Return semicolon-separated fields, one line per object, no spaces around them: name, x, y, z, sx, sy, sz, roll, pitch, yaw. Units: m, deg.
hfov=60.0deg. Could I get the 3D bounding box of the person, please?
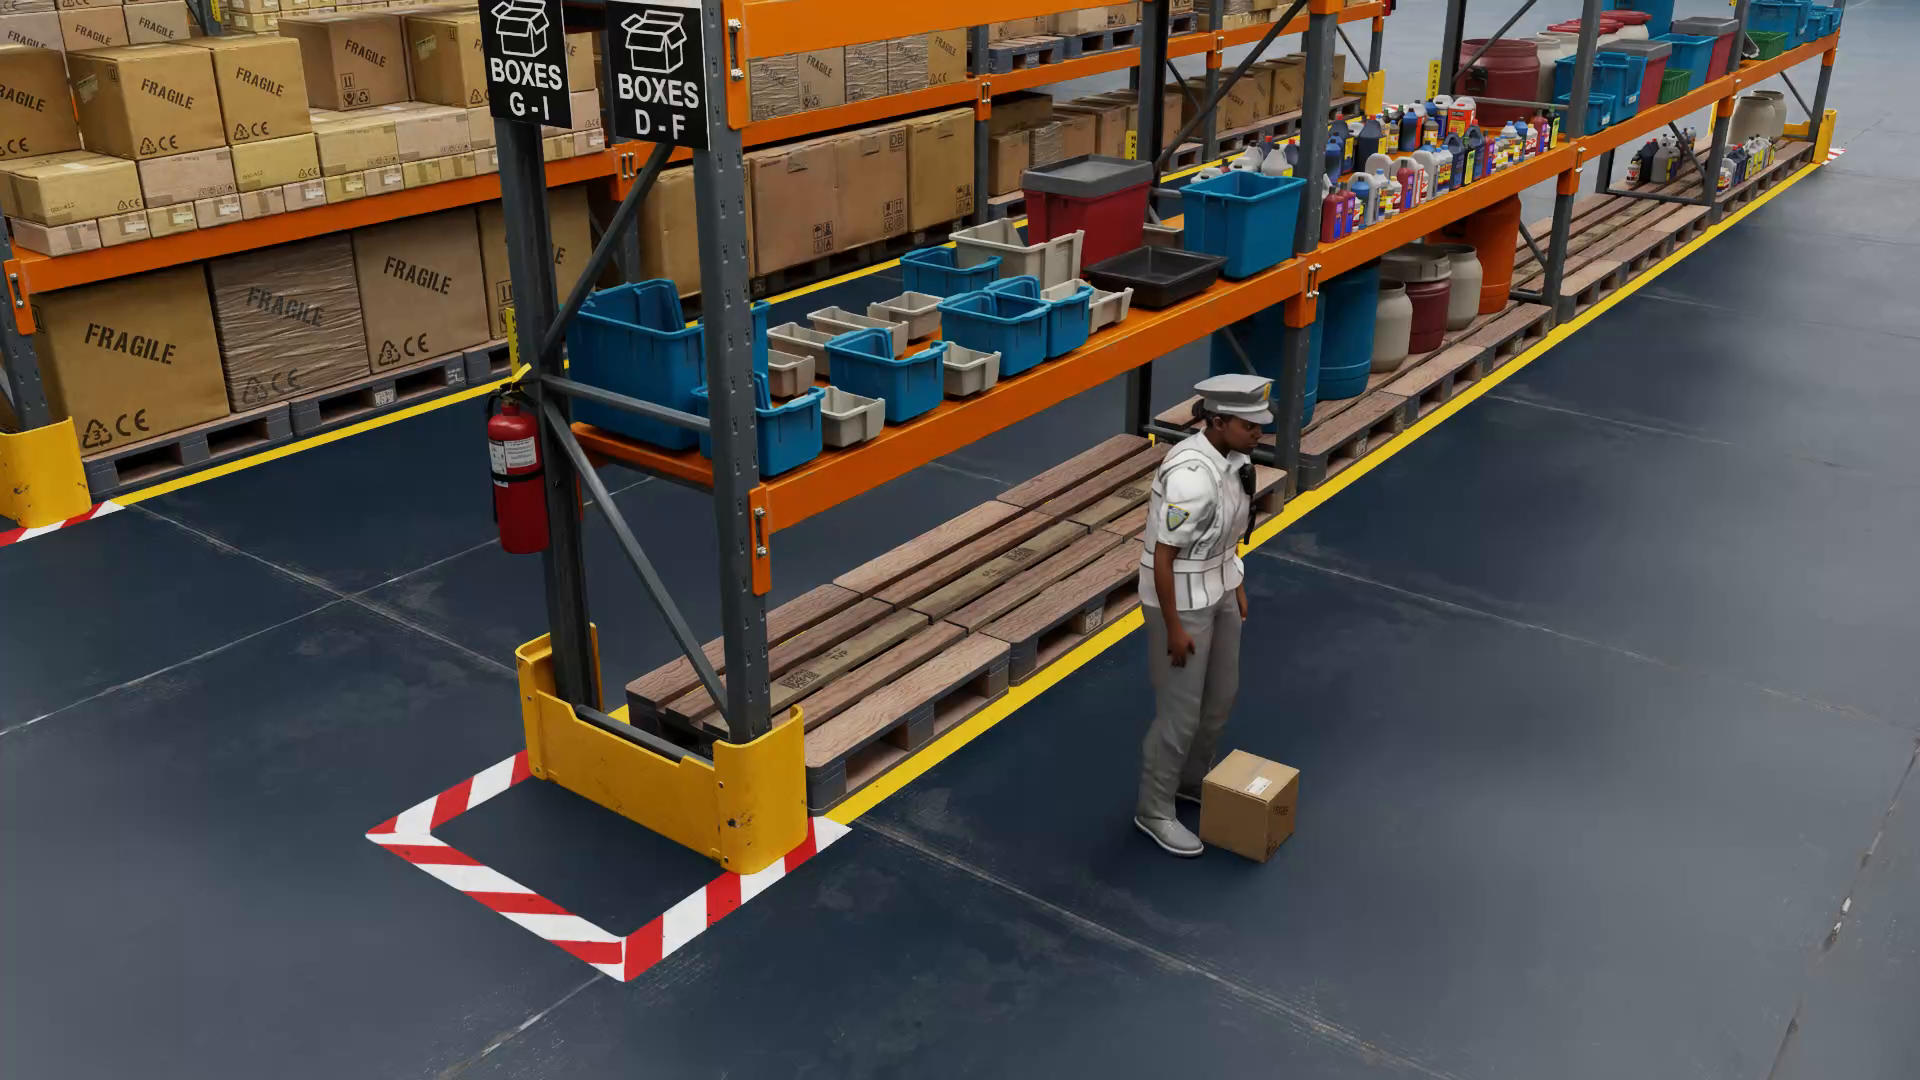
person;0.815;0.228;5.649;0.393;1.660;0.507;17;29;34
